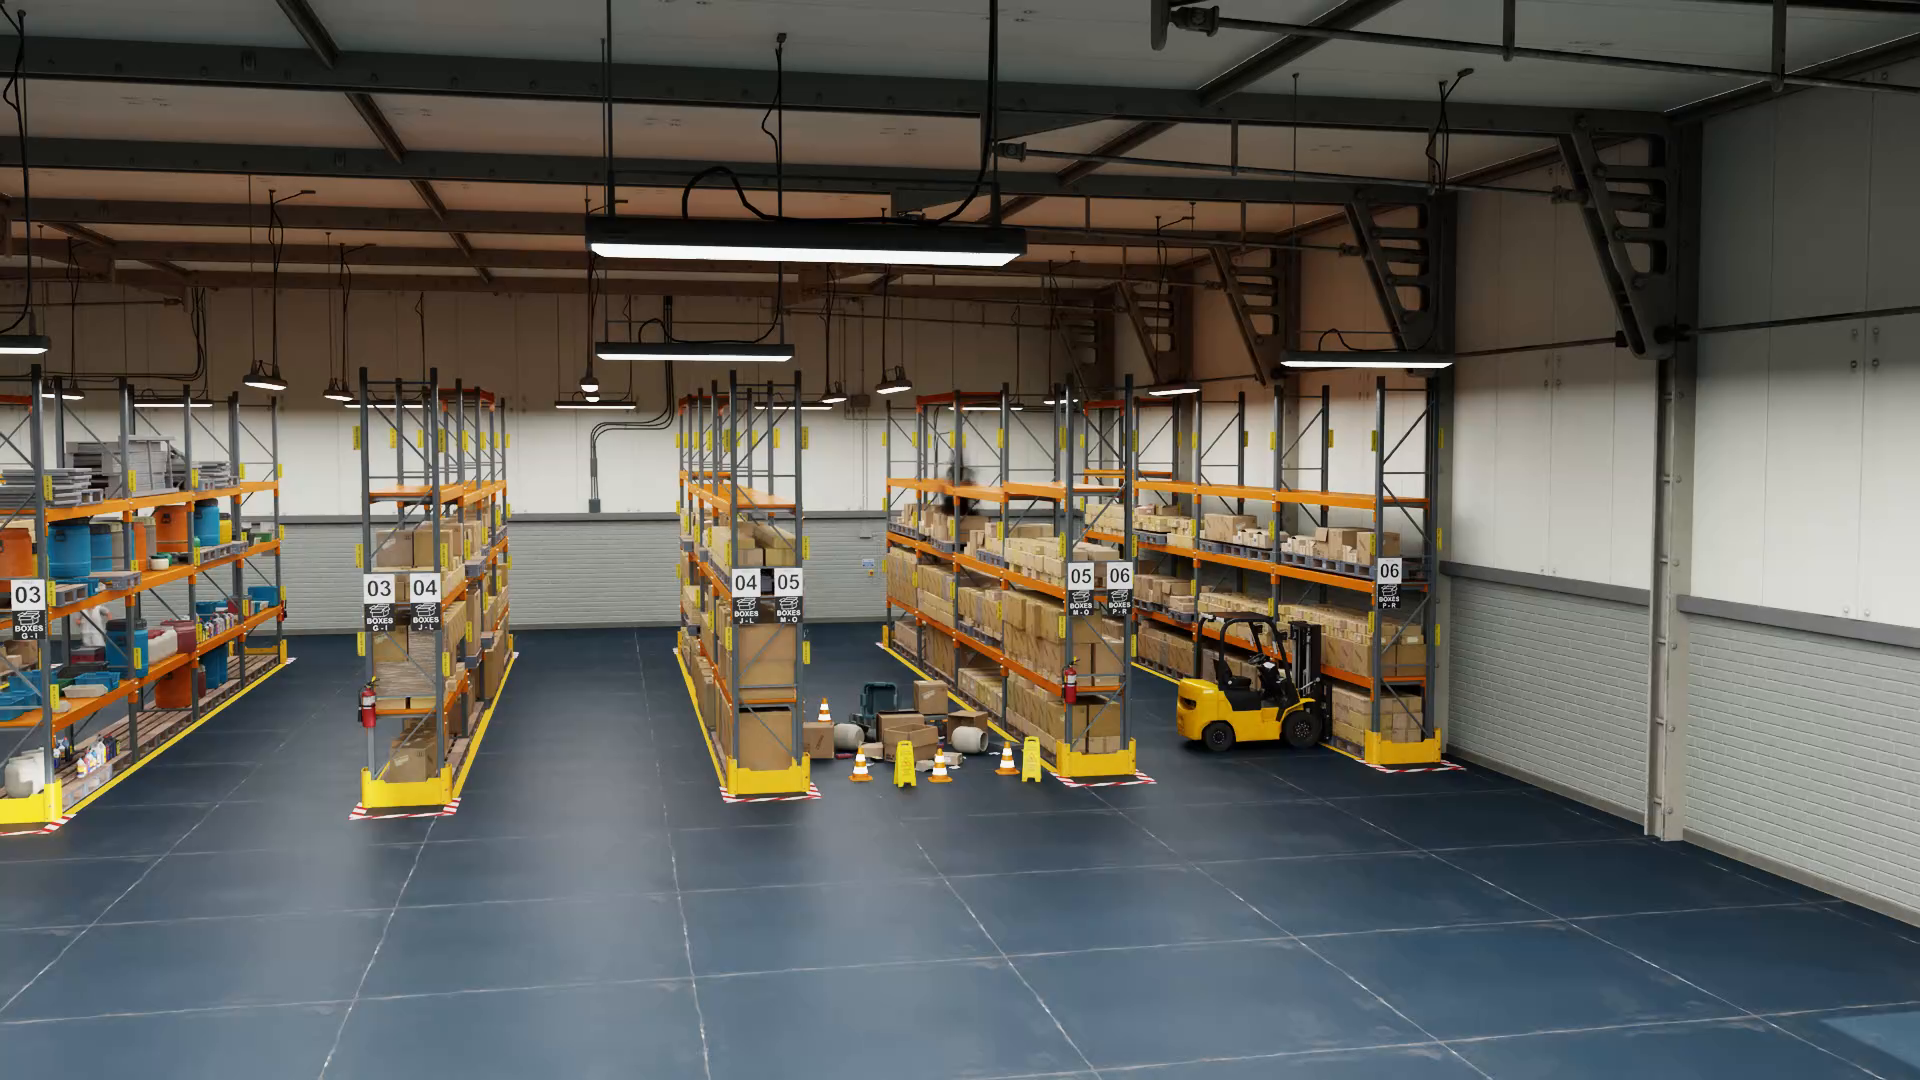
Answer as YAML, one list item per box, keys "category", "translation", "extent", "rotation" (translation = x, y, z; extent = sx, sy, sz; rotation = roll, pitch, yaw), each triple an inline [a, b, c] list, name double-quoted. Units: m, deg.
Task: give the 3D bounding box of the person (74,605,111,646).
- category: "person"
  translation: [-18.335, 2.021, 35.135]
  extent: [0.652, 1.824, 0.765]
  rotation: [-1, 4, -16]
